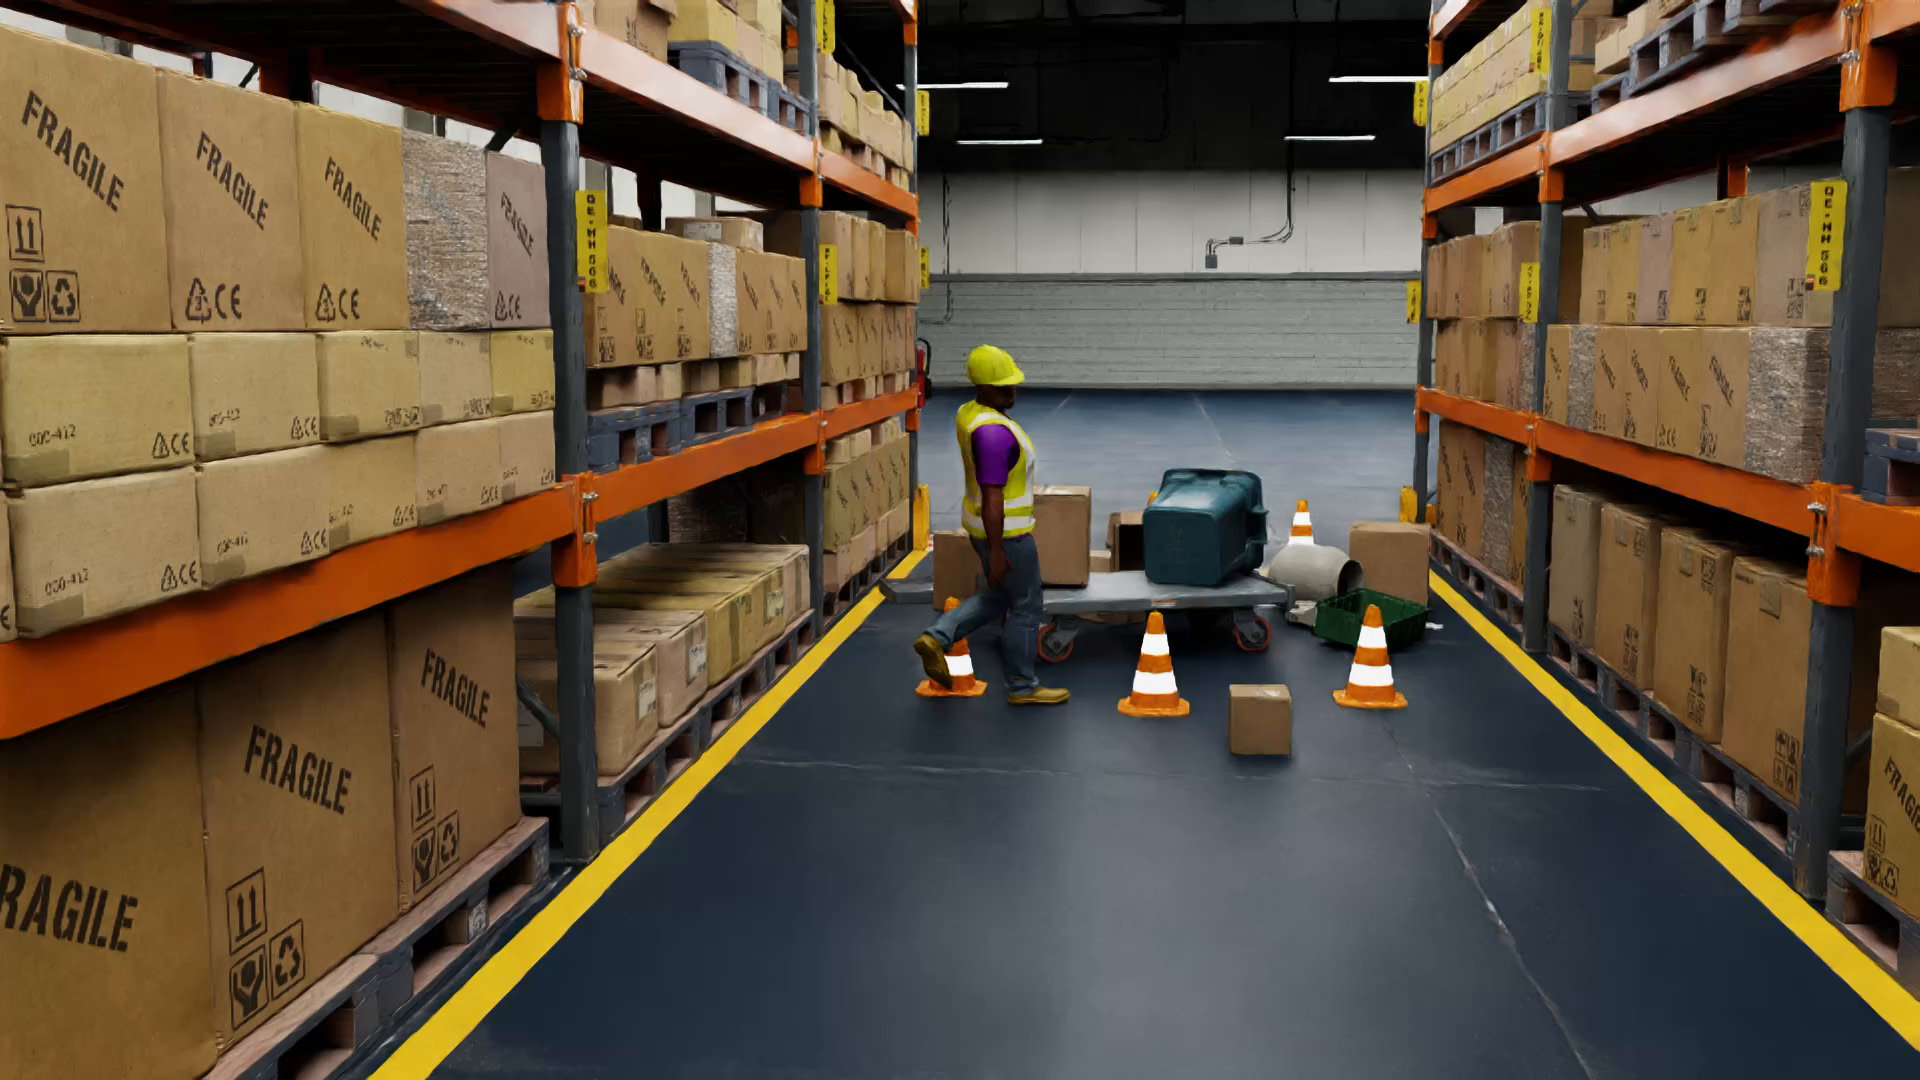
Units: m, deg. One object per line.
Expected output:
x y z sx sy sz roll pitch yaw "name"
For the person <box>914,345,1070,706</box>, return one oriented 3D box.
0.182 -0.045 7.724 0.766 1.717 0.631 -2 8 -12 "person"
